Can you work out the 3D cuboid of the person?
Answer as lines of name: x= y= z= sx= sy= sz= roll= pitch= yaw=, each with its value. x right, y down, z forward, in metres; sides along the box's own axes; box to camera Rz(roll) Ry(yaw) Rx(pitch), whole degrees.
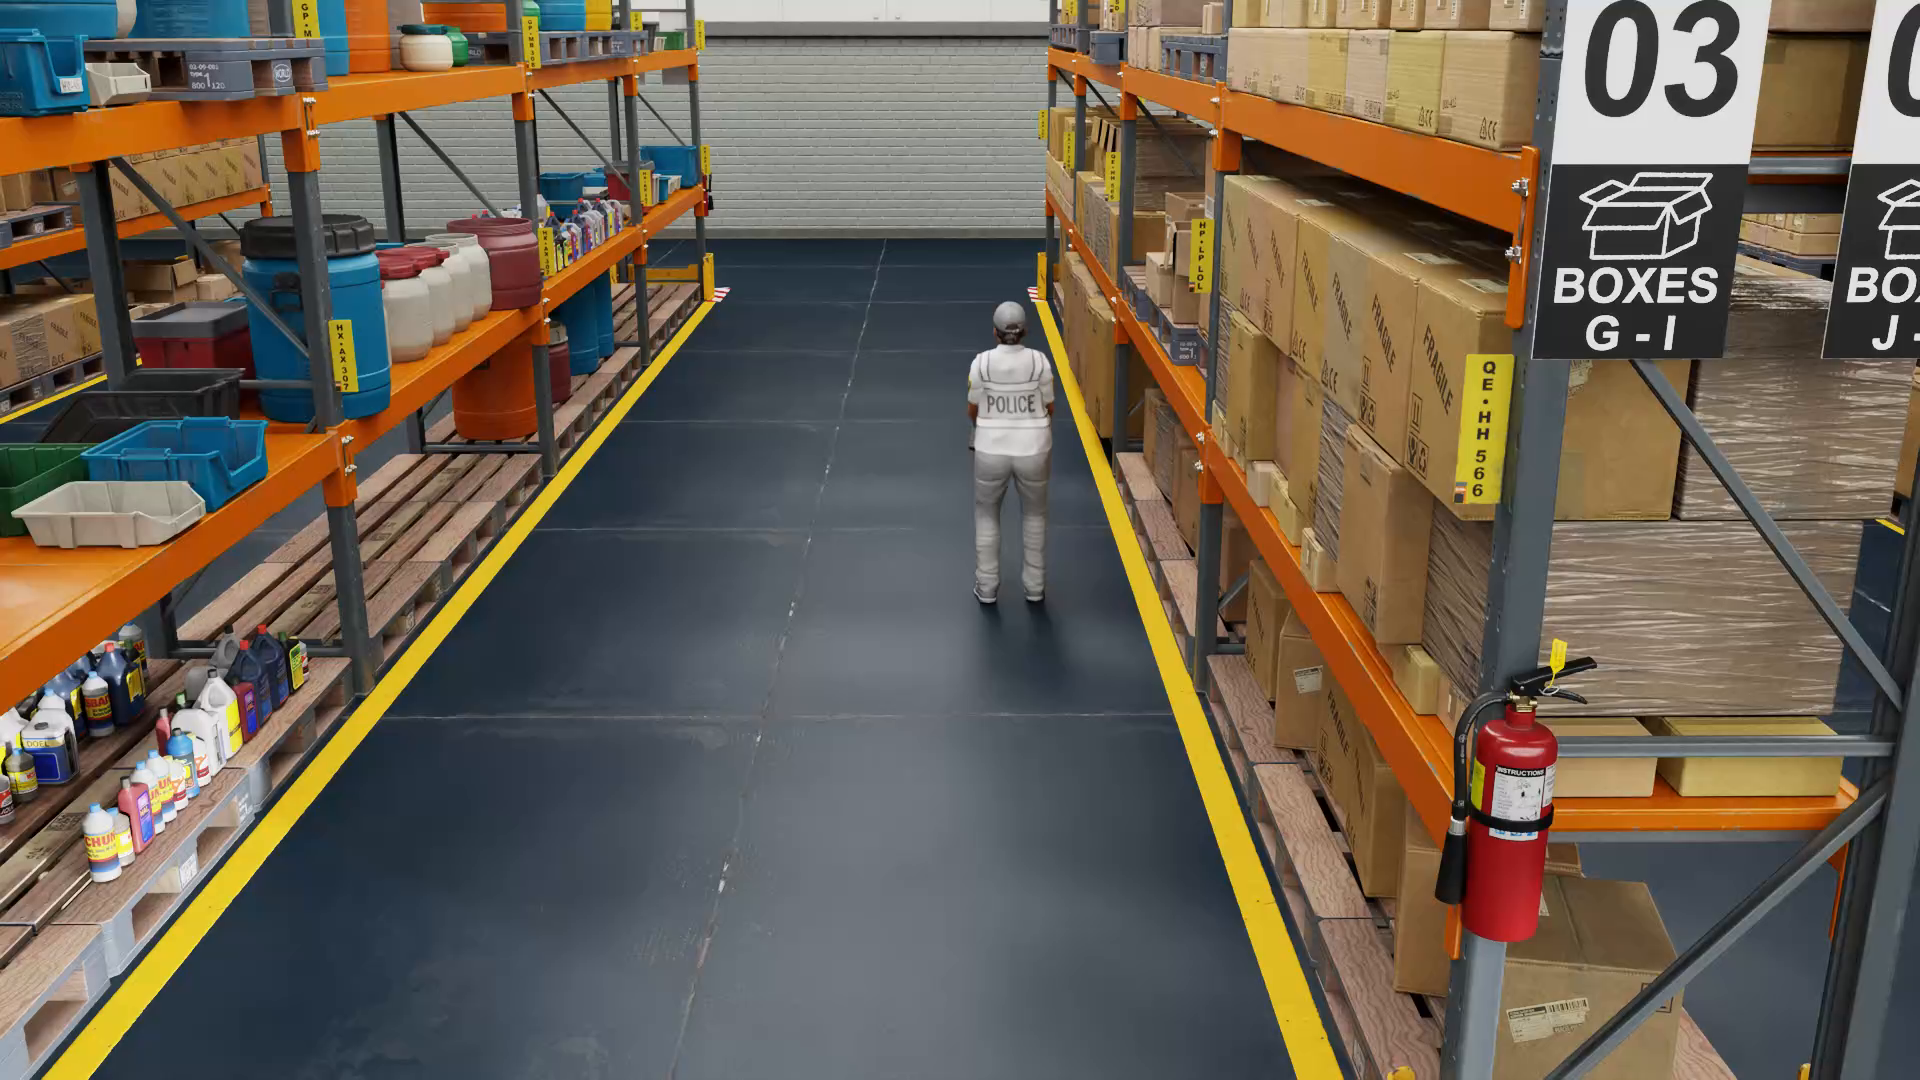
person: x=0.274 y=-0.485 z=9.100 sx=0.471 sy=1.664 sz=0.536 roll=0 pitch=17 yaw=-1
